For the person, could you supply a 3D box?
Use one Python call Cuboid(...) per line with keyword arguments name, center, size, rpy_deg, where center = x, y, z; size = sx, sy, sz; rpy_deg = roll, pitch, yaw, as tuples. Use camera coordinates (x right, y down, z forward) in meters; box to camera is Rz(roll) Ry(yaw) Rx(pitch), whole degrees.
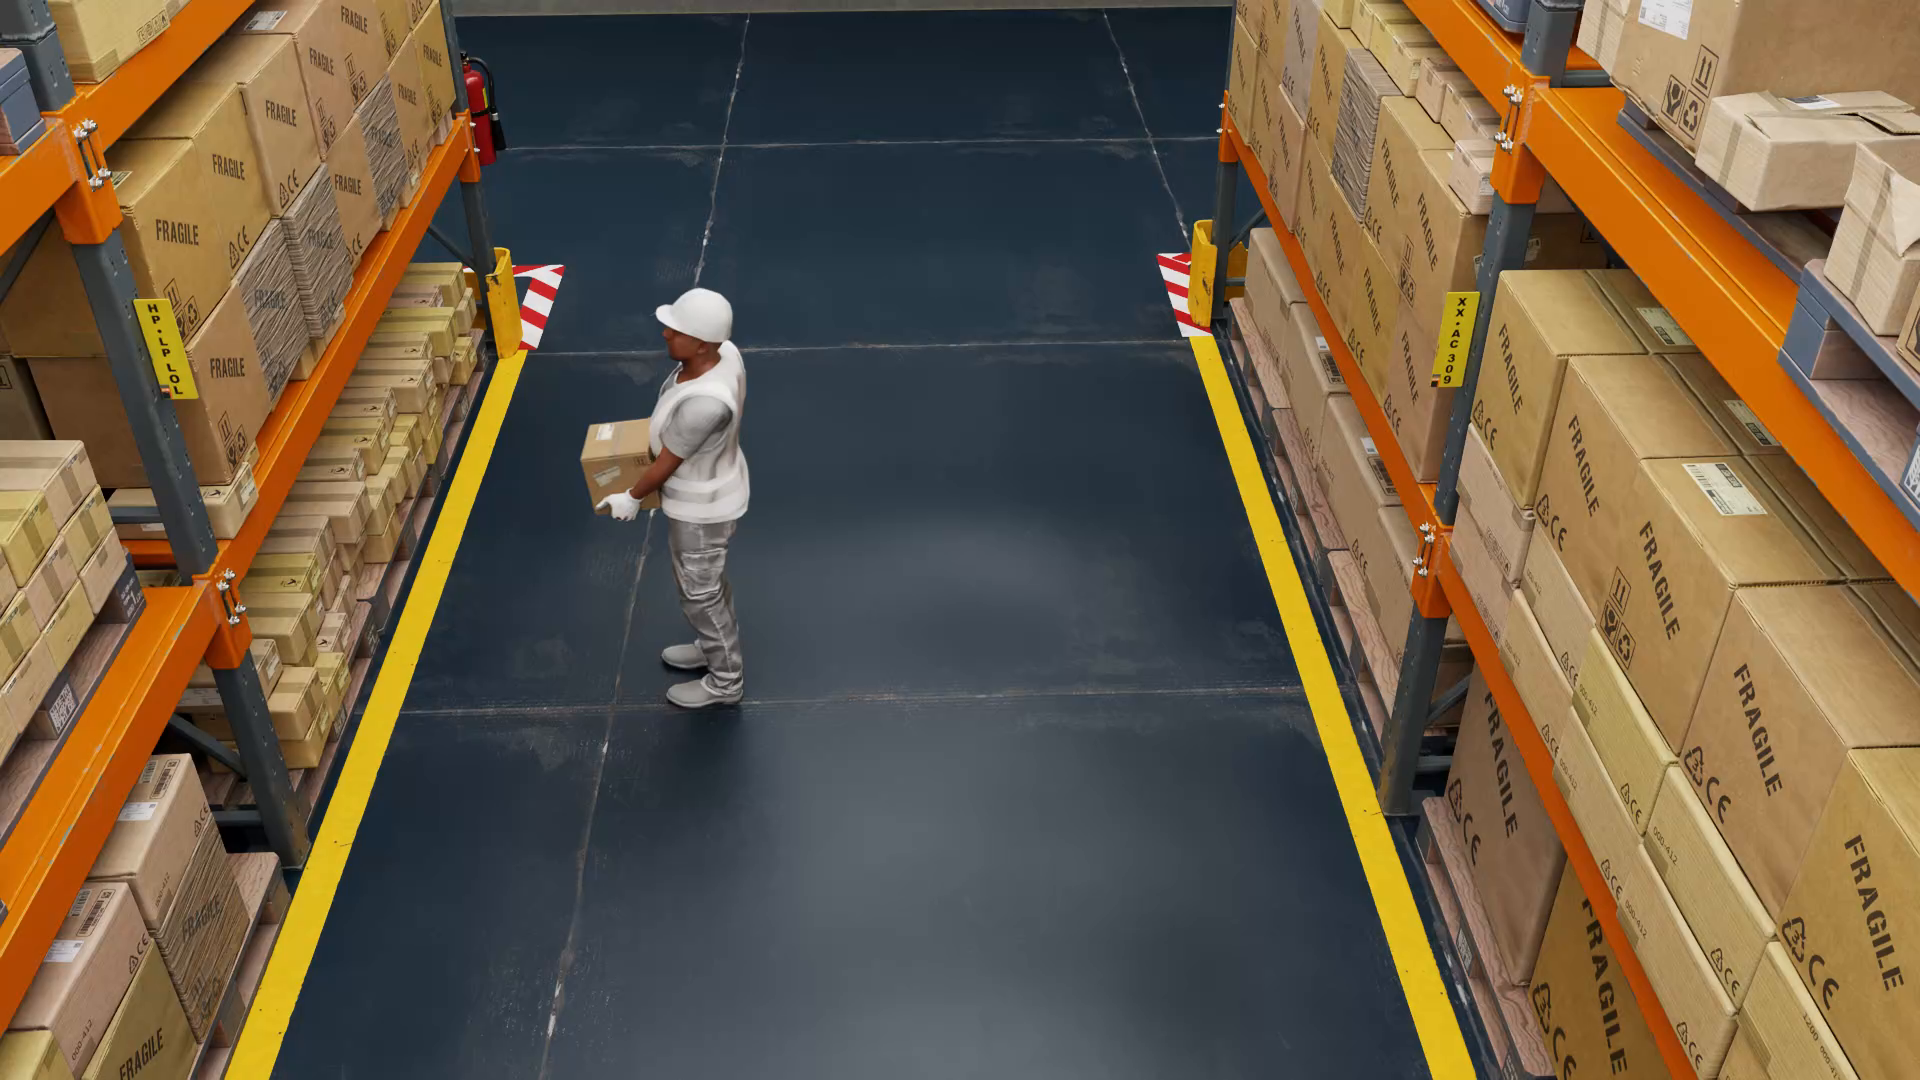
Cuboid(name="person", center=(-1.076, -0.146, 6.340), size=(0.574, 1.780, 0.490), rpy_deg=(-2, 35, -2))
